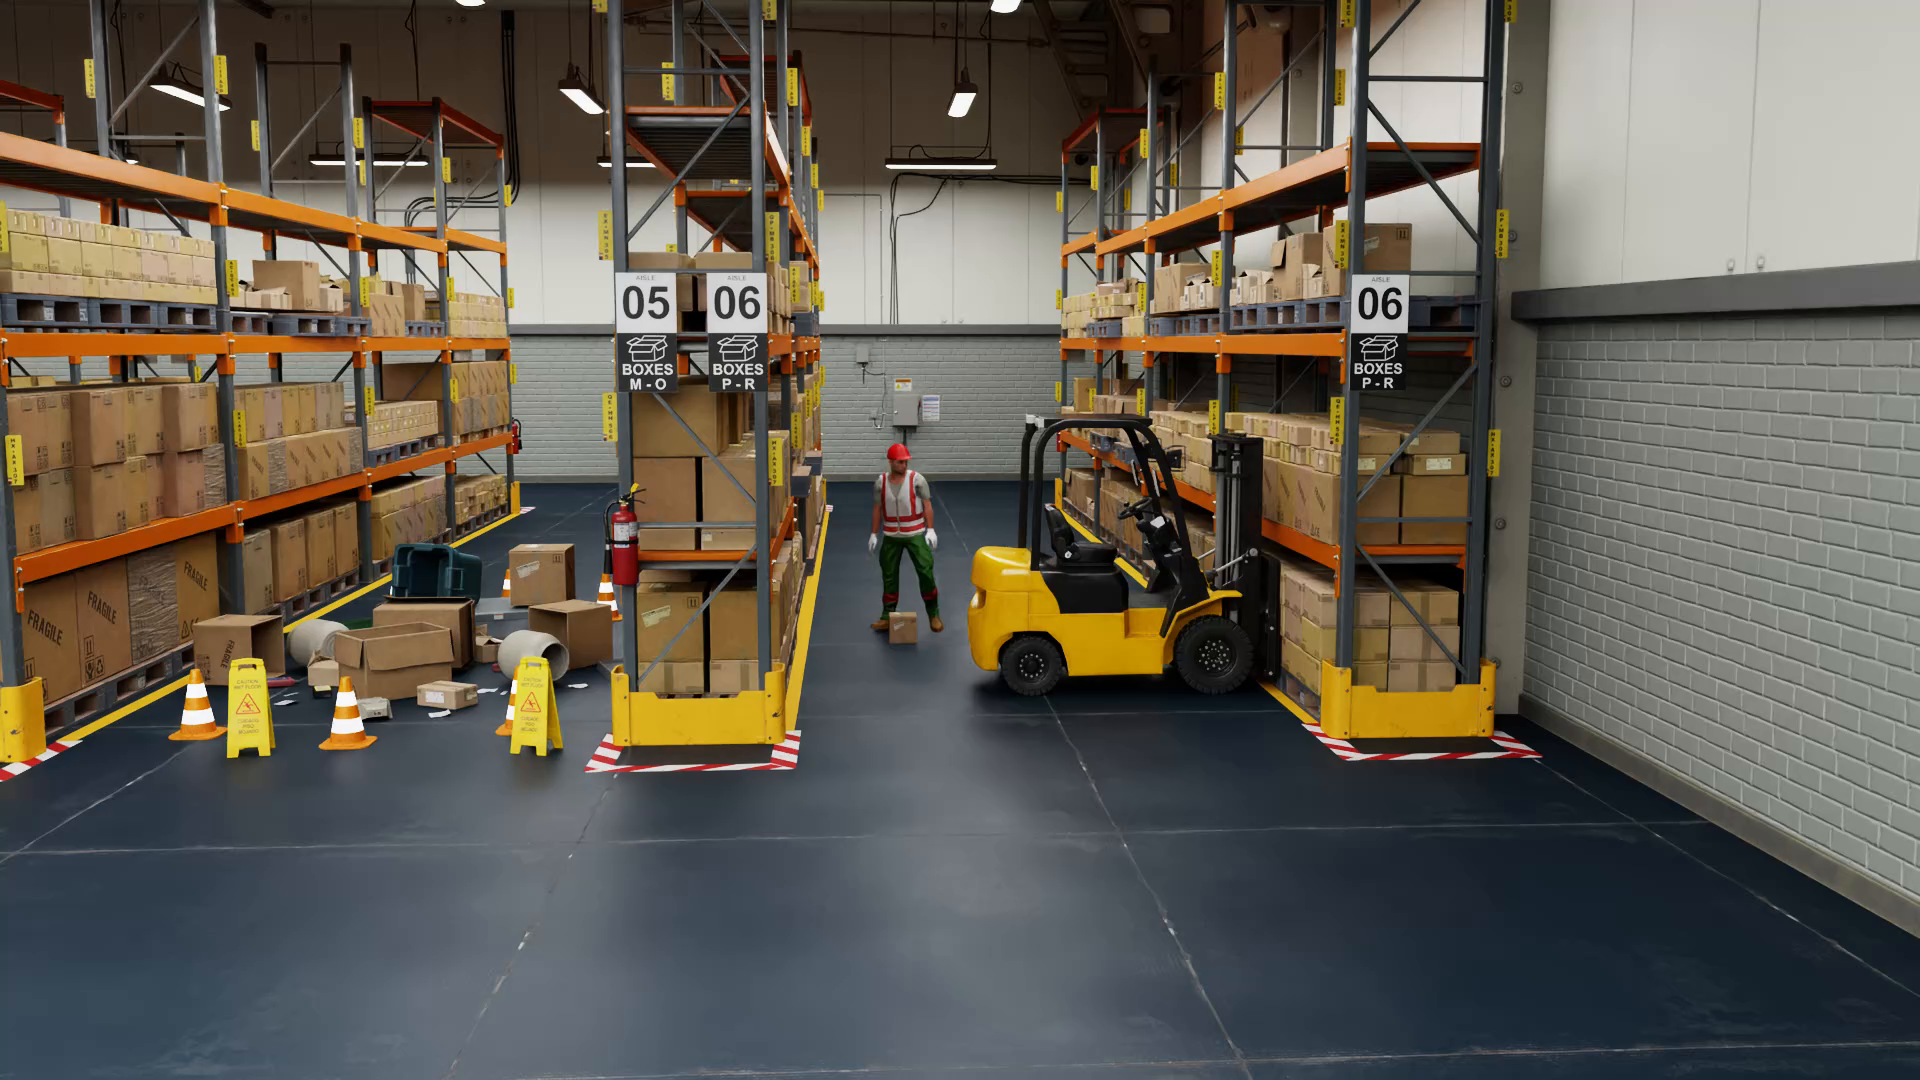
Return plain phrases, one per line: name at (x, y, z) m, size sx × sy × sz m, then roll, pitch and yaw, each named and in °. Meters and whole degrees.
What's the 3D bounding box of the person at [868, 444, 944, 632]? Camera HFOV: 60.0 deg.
person at (-0.513, -0.022, 15.684) m, size 0.737 × 1.781 × 0.390 m, roll 2°, pitch 7°, yaw 16°
